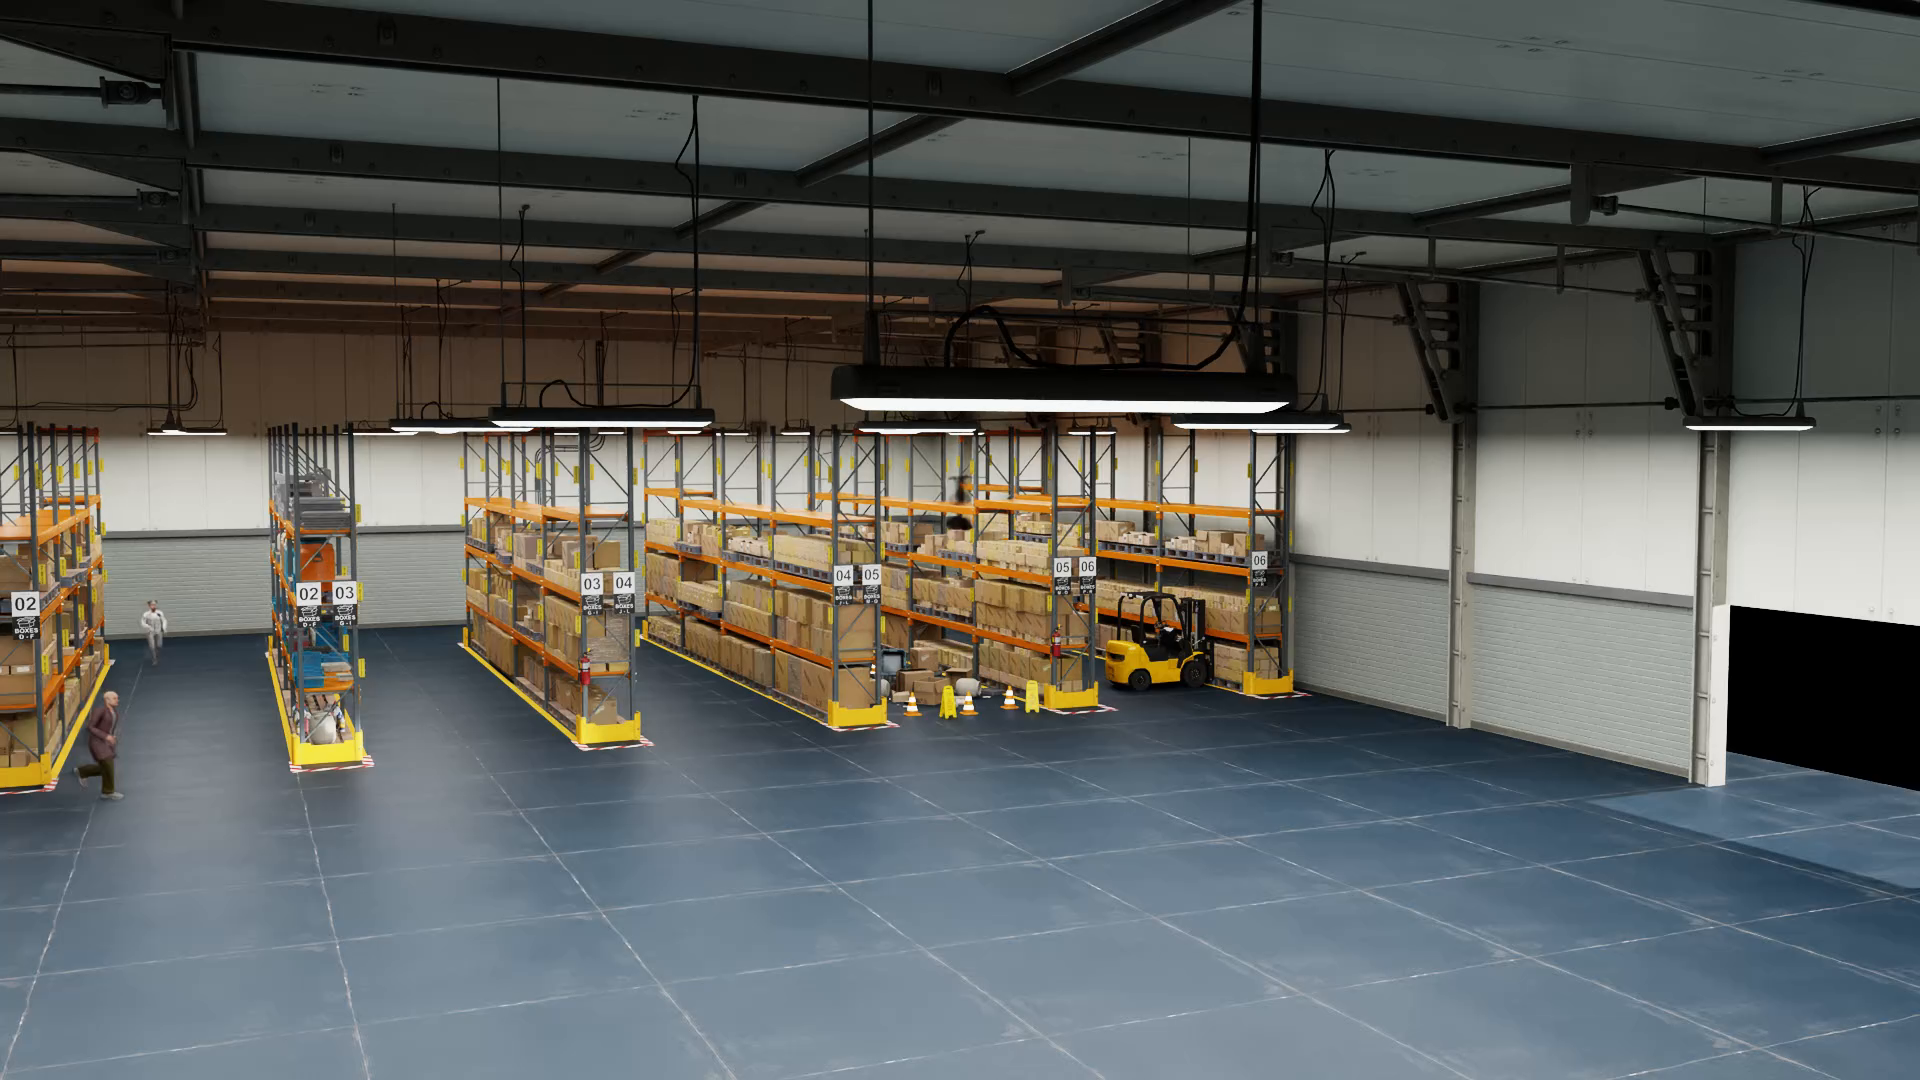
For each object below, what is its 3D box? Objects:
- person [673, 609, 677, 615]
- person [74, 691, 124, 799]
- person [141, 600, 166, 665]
[{"bbox_3d":[-8.216,1.924,49.009,0.728,1.663,0.627,0,3,5],"label":"person"},{"bbox_3d":[-13.684,3.259,26.391,0.771,1.732,0.696,0,4,7],"label":"person"},{"bbox_3d":[-20.383,2.334,42.076,0.612,1.658,0.527,-2,4,-35],"label":"person"}]
